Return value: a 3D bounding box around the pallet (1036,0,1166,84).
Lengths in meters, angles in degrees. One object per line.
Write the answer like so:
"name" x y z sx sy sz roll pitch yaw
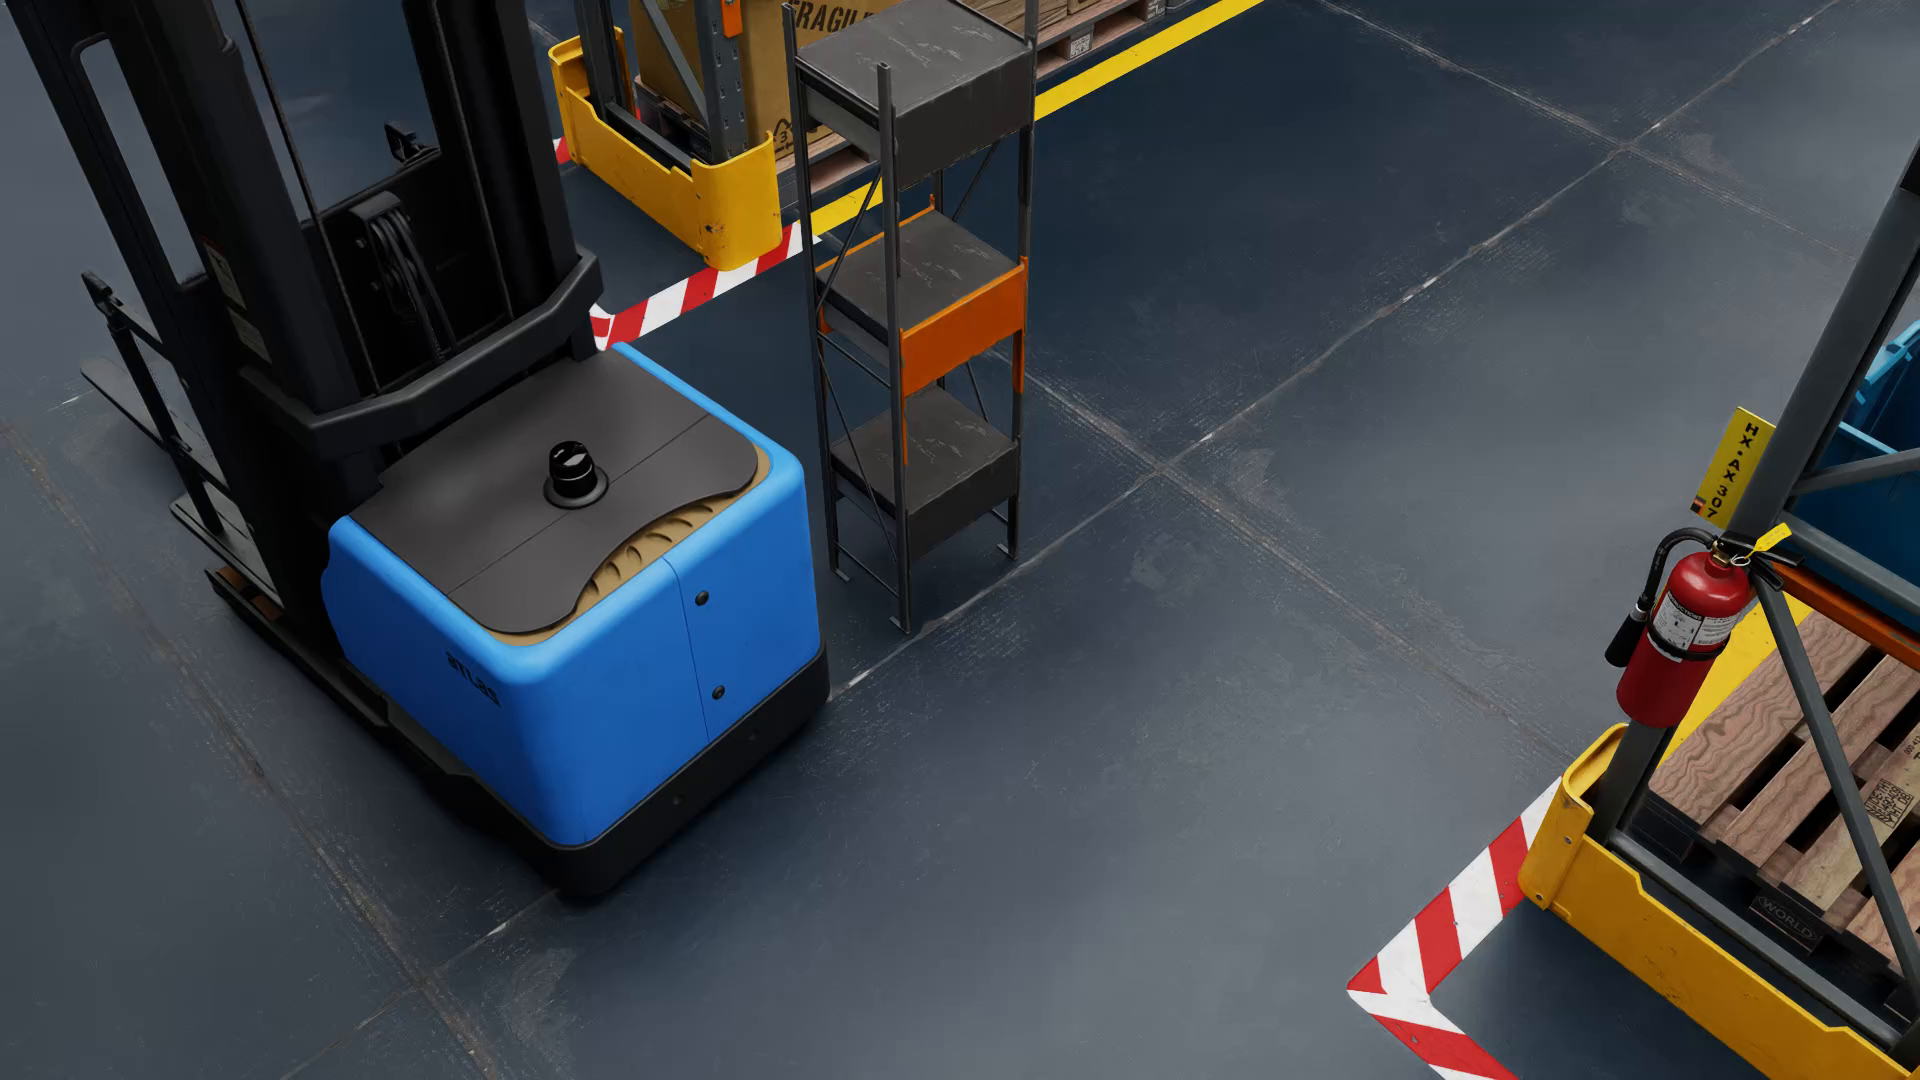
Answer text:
"pallet" 0.231 -2.595 8.000 1.213 0.211 1.003 -34 56 -27

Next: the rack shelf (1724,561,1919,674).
"rack shelf" 3.602 -0.554 4.709 4.000 0.370 1.077 -34 56 -27

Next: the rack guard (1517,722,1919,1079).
"rack guard" 2.113 1.058 4.434 0.348 0.500 1.175 -34 56 -27

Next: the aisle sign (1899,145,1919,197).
"aisle sign" 1.872 -0.814 2.691 0.004 0.787 0.394 -34 56 -27

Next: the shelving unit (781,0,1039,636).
"shelving unit" -0.122 -0.630 4.903 0.503 2.100 0.431 -34 56 -27

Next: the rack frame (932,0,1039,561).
"rack frame" 0.058 -0.751 5.014 0.015 2.100 0.400 -34 56 -27

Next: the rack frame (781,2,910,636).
"rack frame" -0.303 -0.510 4.791 0.015 2.100 0.400 -34 56 -27

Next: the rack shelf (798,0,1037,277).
"rack shelf" -0.123 -1.096 4.398 0.480 0.518 0.431 -34 56 -27

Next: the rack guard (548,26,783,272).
"rack guard" -1.228 -1.643 6.925 0.348 0.500 1.175 -34 56 -27

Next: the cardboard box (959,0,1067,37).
"cardboard box" -0.117 -2.734 7.392 0.875 0.875 0.875 -34 56 -27

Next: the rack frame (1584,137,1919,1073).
"rack frame" 2.122 0.191 3.533 0.127 3.000 1.000 -34 56 -27

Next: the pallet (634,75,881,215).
"pallet" -0.671 -1.994 7.447 1.213 0.211 1.003 -34 56 -27

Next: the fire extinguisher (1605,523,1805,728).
"fire extinguisher" 1.705 0.171 3.857 0.183 0.674 0.296 -34 56 -27

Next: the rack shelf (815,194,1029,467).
"rack shelf" -0.122 -0.621 4.913 0.480 0.518 0.431 -34 56 -27

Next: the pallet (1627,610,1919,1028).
"pallet" 2.758 0.750 4.914 1.213 0.211 1.003 -34 56 -27

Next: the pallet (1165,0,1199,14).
"pallet" 1.134 -3.201 8.560 1.213 0.211 1.003 -34 56 -27

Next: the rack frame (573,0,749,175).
"rack frame" -1.210 -2.502 6.018 0.127 3.000 1.000 -34 56 -27

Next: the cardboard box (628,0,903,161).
"cardboard box" -0.790 -2.284 6.976 0.875 0.875 0.875 -34 56 -27

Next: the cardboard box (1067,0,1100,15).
"cardboard box" 0.541 -3.174 7.798 0.875 0.875 0.875 -34 56 -27

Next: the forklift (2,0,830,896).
"forklift" -1.845 -0.929 4.613 3.031 2.935 1.130 33 55 27

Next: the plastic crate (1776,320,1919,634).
"plastic crate" 2.244 -0.108 3.744 0.499 0.435 0.616 -34 56 -27

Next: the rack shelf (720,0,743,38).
"rack shelf" 0.270 -3.247 7.195 4.000 0.370 1.077 -34 56 -27

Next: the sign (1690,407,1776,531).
"sign" 1.740 -0.155 3.741 0.005 0.325 0.100 -34 56 -27

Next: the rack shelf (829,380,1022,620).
"rack shelf" -0.122 -0.146 5.427 0.480 0.518 0.431 -34 56 -27
